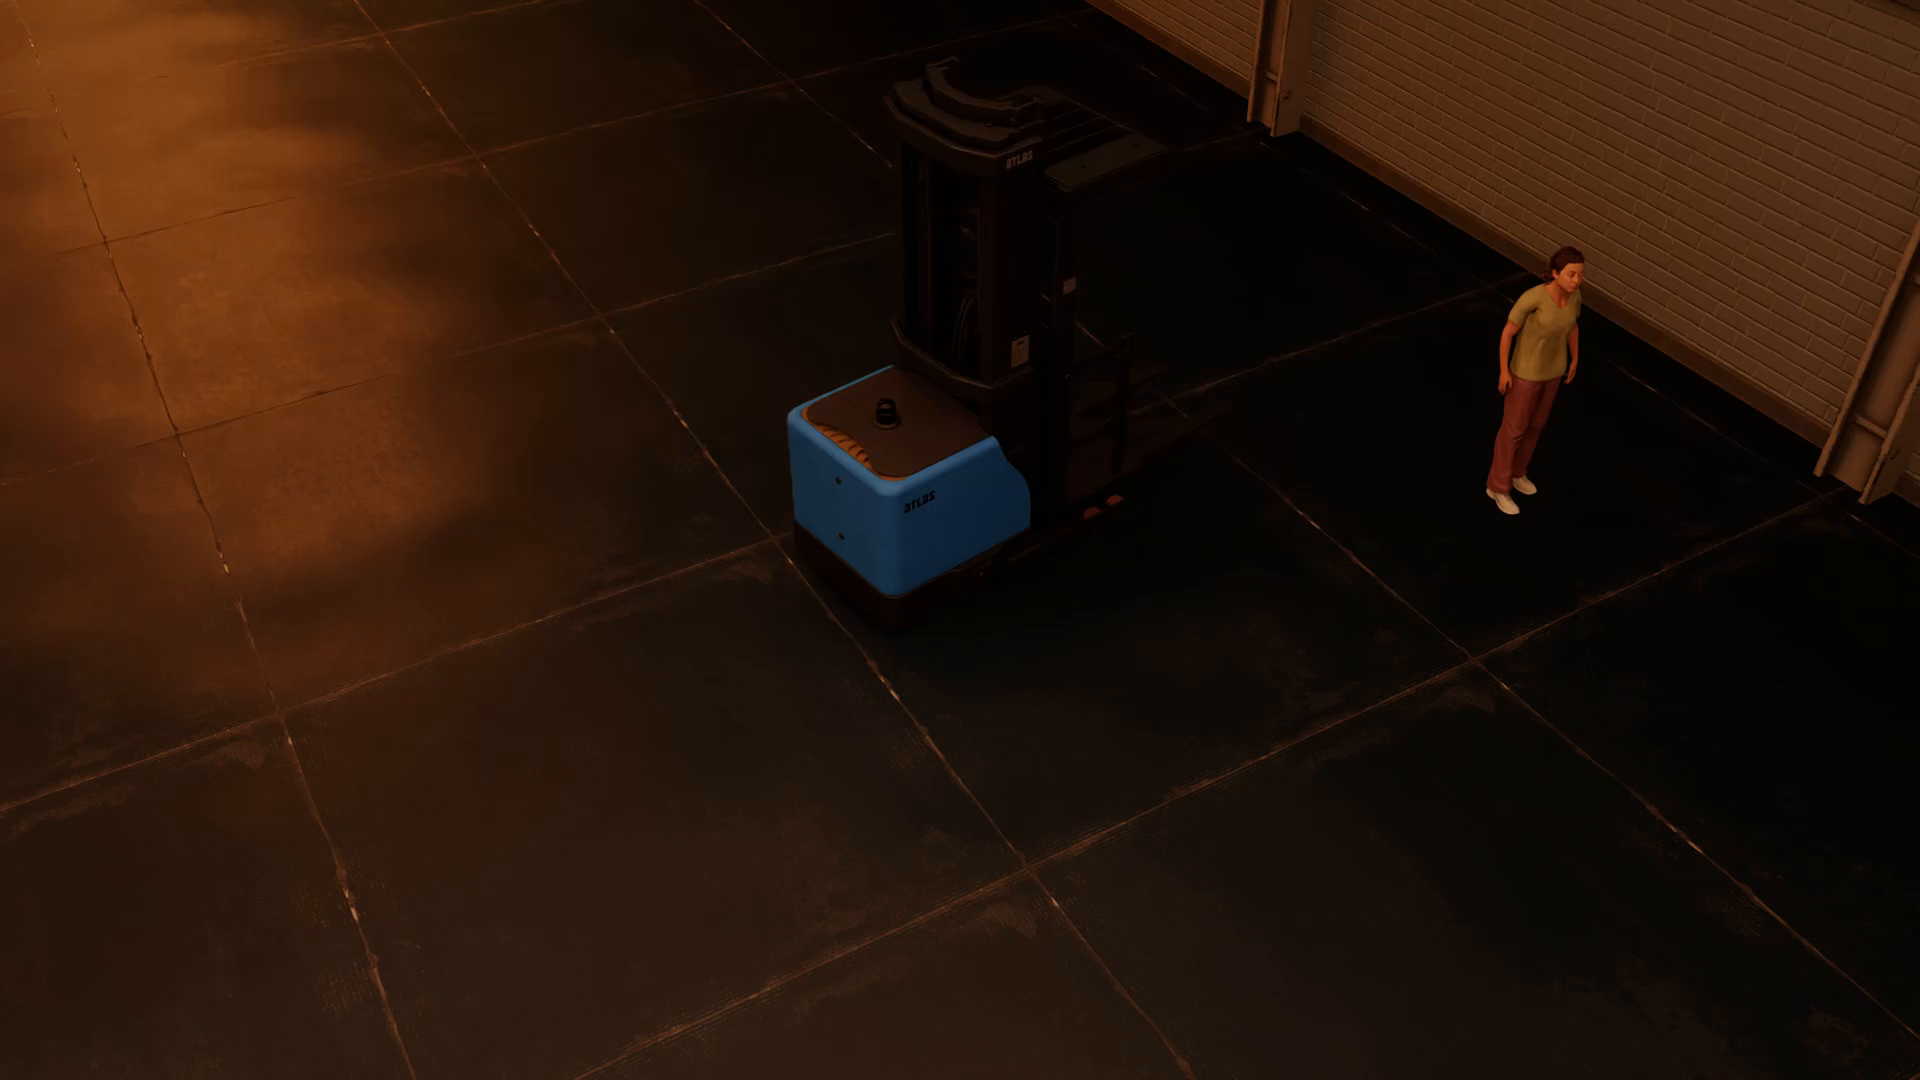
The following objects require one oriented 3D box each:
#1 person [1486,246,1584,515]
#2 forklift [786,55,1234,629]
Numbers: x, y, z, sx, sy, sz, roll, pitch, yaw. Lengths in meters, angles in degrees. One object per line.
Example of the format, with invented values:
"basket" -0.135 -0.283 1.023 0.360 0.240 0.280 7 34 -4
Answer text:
"person" 3.588 -0.987 10.208 0.577 1.679 0.536 -15 42 -18
"forklift" 0.445 -1.405 9.730 3.031 2.935 1.130 -28 47 -29
